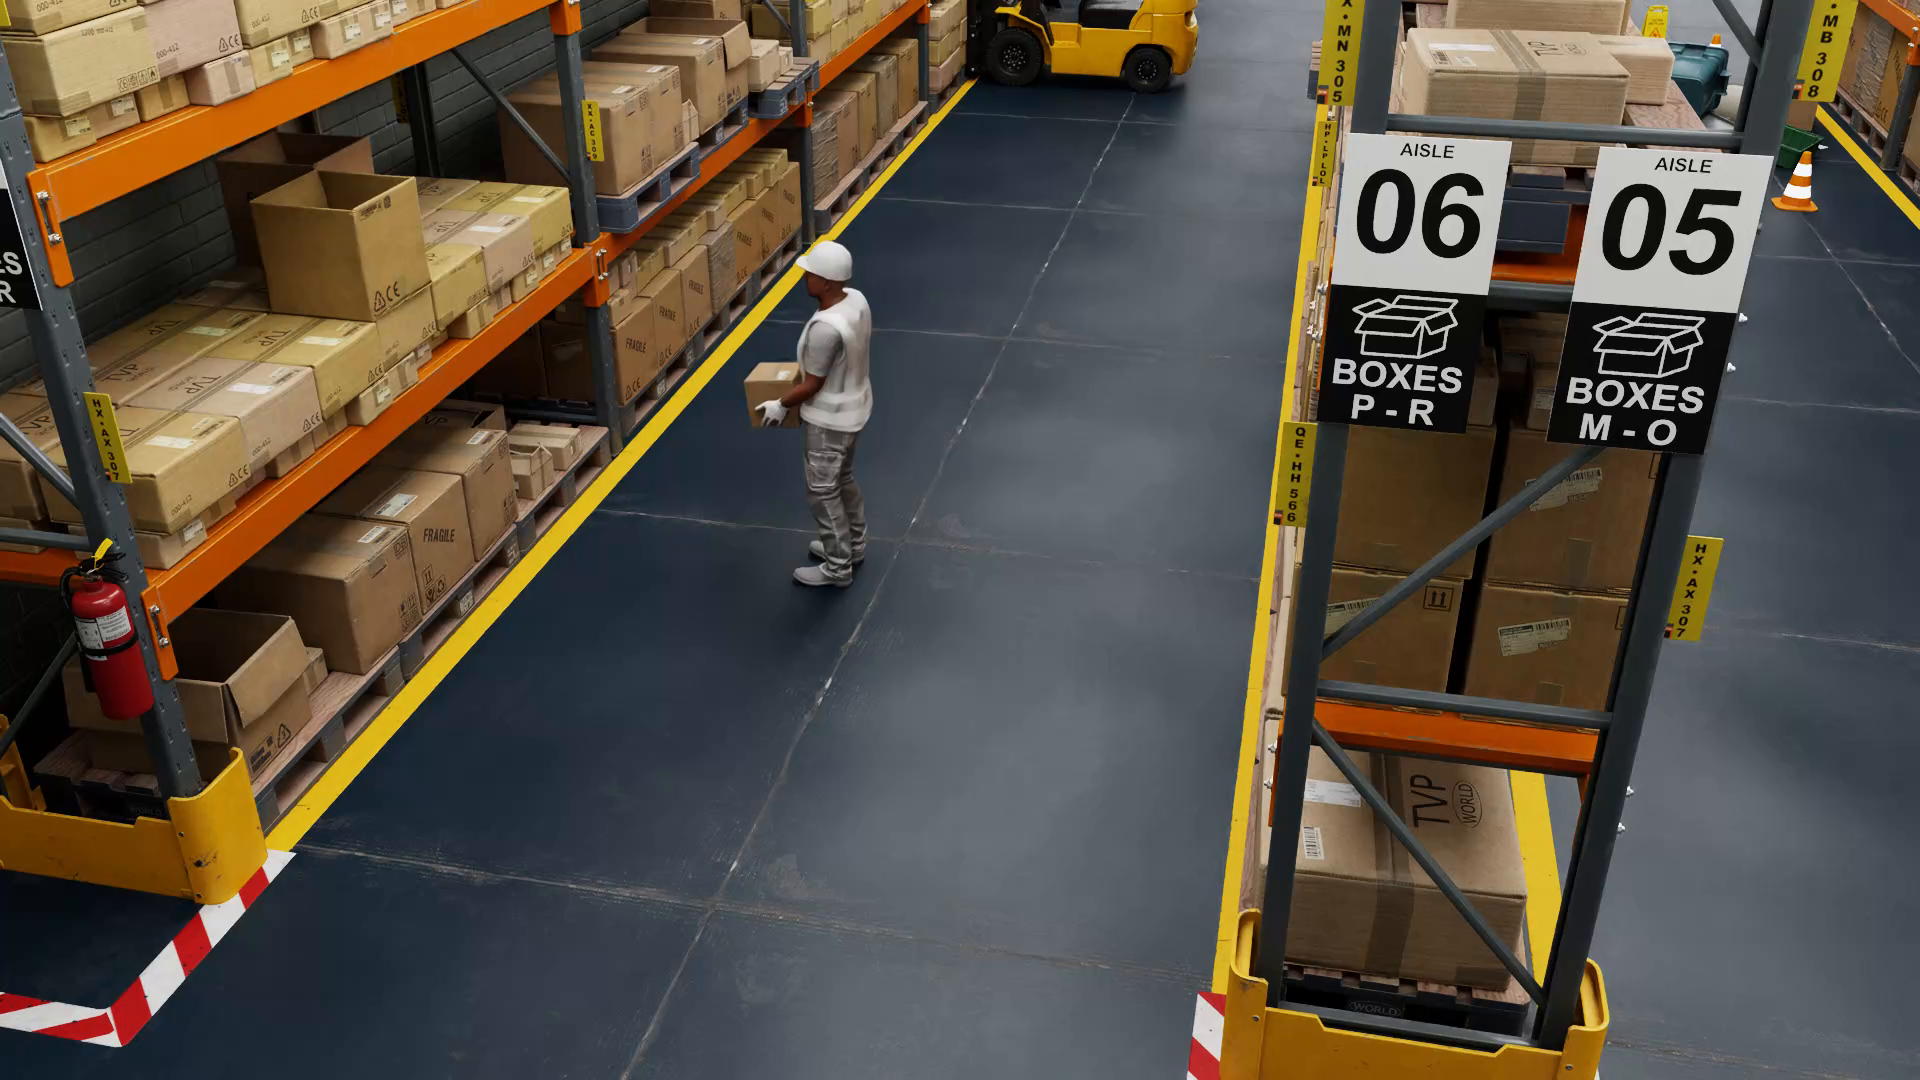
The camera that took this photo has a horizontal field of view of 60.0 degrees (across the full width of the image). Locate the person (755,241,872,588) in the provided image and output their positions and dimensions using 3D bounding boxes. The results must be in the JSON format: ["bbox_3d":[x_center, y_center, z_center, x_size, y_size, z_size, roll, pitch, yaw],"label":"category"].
[{"bbox_3d":[-0.712,-0.626,8.248,0.541,1.789,0.532,6,29,10],"label":"person"}]
